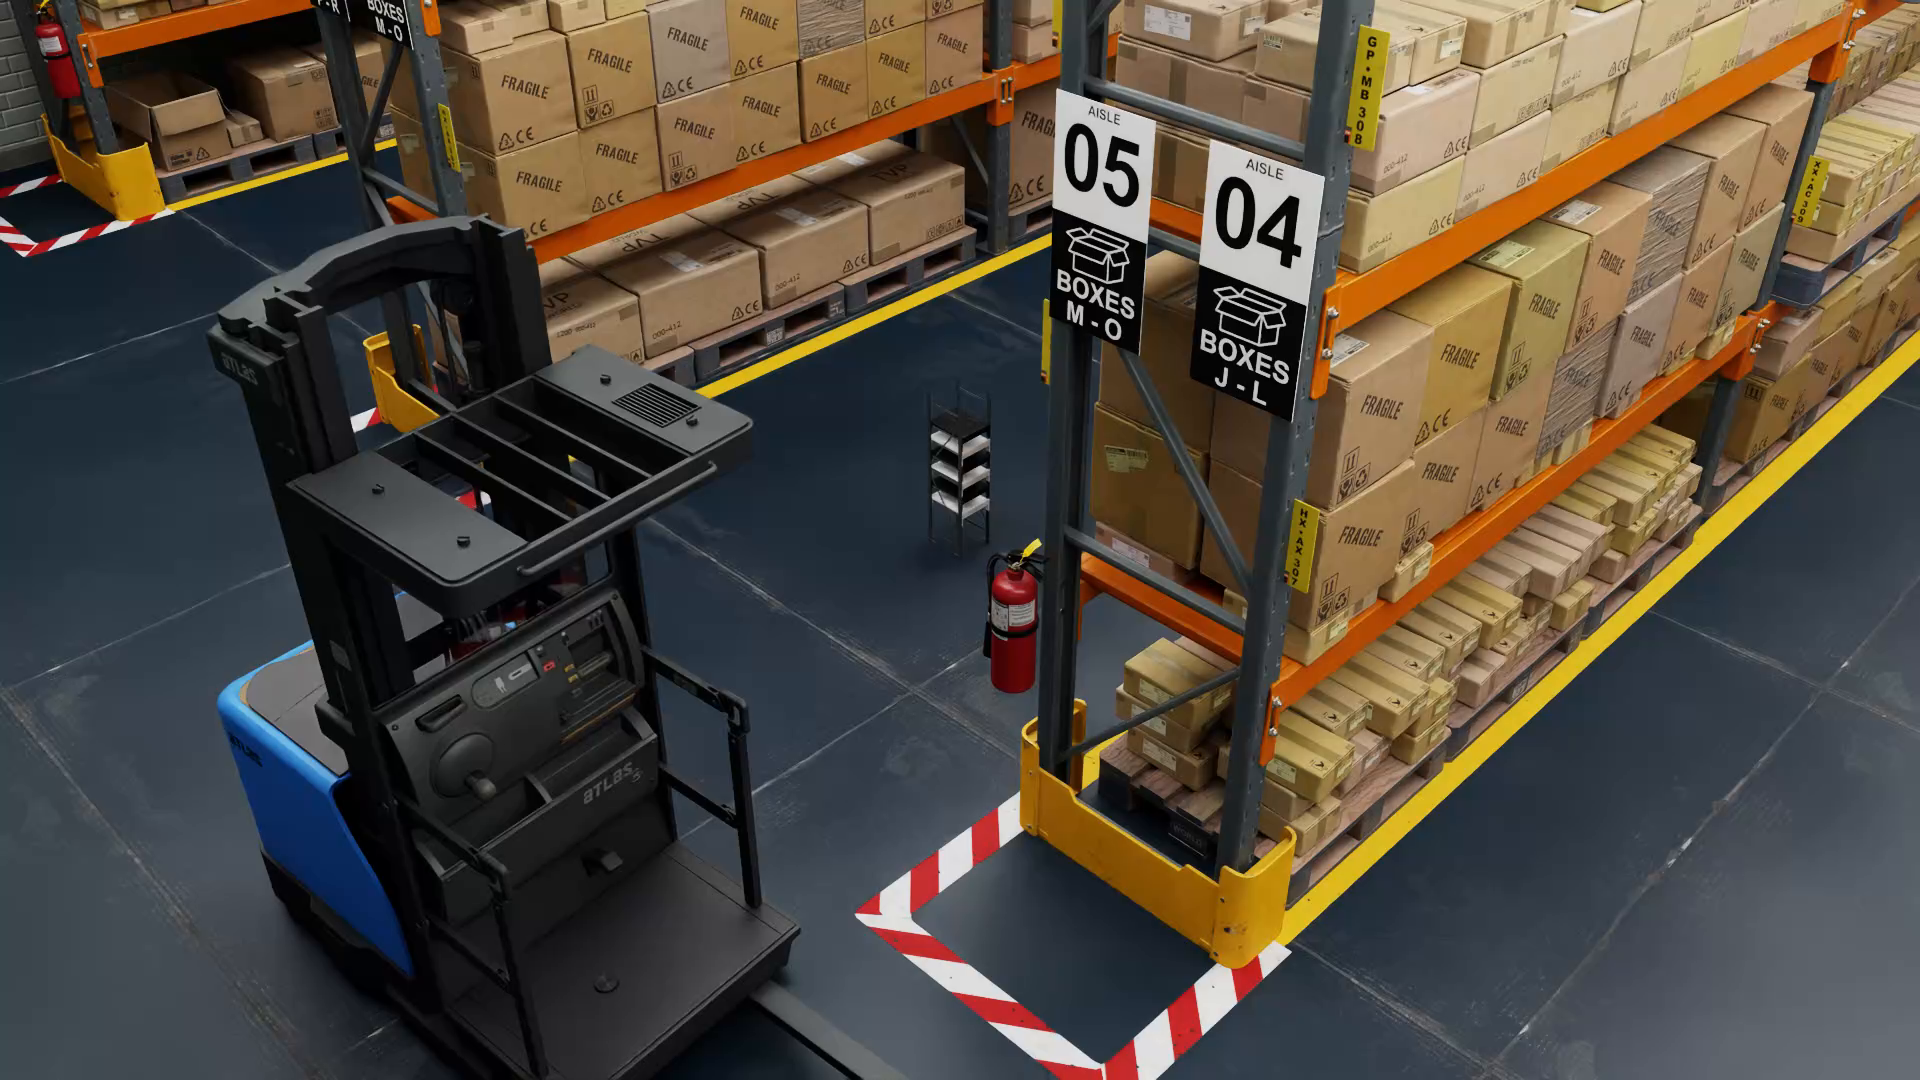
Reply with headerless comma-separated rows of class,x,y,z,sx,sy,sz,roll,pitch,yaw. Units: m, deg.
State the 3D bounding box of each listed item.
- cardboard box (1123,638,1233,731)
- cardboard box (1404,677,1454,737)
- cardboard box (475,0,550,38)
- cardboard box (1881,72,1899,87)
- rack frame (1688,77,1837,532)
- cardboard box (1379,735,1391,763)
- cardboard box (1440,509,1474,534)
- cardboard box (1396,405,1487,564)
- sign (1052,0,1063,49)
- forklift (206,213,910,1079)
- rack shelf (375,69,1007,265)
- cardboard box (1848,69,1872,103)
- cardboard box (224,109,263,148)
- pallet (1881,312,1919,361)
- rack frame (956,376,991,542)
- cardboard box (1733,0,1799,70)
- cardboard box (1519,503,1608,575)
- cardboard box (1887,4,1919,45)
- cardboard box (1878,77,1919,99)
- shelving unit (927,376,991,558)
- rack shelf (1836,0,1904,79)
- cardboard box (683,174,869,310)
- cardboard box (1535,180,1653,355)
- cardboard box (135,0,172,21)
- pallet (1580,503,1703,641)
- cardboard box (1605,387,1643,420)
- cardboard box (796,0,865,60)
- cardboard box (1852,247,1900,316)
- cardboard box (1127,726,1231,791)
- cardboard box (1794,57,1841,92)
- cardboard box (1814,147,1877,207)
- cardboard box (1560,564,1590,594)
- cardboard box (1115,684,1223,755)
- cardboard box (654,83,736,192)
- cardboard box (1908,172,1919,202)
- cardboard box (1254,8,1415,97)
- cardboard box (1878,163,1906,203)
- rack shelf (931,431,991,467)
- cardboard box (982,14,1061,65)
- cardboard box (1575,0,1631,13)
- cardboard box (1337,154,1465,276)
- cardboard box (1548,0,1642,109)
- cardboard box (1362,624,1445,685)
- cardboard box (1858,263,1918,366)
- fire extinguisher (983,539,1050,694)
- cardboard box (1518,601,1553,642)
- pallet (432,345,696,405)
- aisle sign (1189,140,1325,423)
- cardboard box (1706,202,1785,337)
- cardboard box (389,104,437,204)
cardboard box,0.899,0.593,6.873,0.250,0.149,0.380,-29,44,-35
cardboard box,1.857,0.639,7.067,0.250,0.149,0.380,-28,44,-34
cardboard box,-2.297,-2.681,8.435,0.250,0.149,0.380,-29,44,-35
cardboard box,5.316,-2.730,9.886,0.250,0.149,0.380,-28,43,-34
rack frame,3.524,-1.466,8.221,1.000,3.000,0.127,30,45,35
cardboard box,1.598,0.828,7.056,0.250,0.149,0.380,-29,44,-35
cardboard box,1.838,-0.207,6.635,0.380,0.149,0.250,29,44,35
cardboard box,1.577,-0.304,6.207,0.500,0.500,0.500,30,45,35
sign,0.326,-1.668,5.114,0.100,0.325,0.005,30,45,35
forklift,-1.287,0.561,5.374,3.031,2.935,1.130,26,42,32
rack shelf,-1.469,-2.313,10.065,1.077,0.370,4.000,30,45,35
cardboard box,4.953,-2.643,9.500,0.380,0.149,0.250,29,44,35
cardboard box,-5.578,-3.165,12.782,0.380,0.149,0.250,28,43,34
pallet,5.791,-1.630,10.893,1.003,0.211,1.213,30,45,35
rack frame,0.066,-0.407,8.538,0.240,0.900,0.006,30,45,35
cardboard box,3.010,-2.129,6.680,0.500,0.250,0.500,29,44,35
cardboard box,2.772,-0.019,7.751,0.380,0.149,0.250,27,43,33
cardboard box,5.516,-3.086,9.876,0.380,0.149,0.250,29,44,35
cardboard box,5.038,-2.279,8.719,0.250,0.149,0.380,-28,44,-34
shelving unit,-0.006,-0.366,8.479,0.258,0.900,0.210,30,45,35
rack shelf,4.933,-3.214,8.733,1.077,0.370,4.000,30,45,35
cardboard box,-1.209,-1.966,10.811,0.875,0.438,0.875,28,44,34
cardboard box,2.300,-1.109,6.487,0.500,0.500,0.500,28,44,34
cardboard box,-5.831,-3.837,11.840,0.250,0.149,0.380,-29,44,-35
pallet,3.076,-0.036,8.607,1.003,0.211,1.213,30,45,35
cardboard box,2.785,-0.703,7.346,0.380,0.149,0.250,27,43,34
cardboard box,-0.912,-3.156,9.682,0.500,0.500,0.500,-29,44,-35
cardboard box,4.968,-1.537,9.485,0.500,0.250,0.500,-28,44,-34
cardboard box,0.929,0.857,7.015,0.250,0.149,0.380,-29,44,-35
cardboard box,4.587,-2.550,9.107,0.380,0.149,0.250,27,43,33
cardboard box,4.128,-1.754,7.966,0.250,0.149,0.380,-27,43,-33
cardboard box,2.758,0.069,7.885,0.250,0.149,0.380,-29,44,-35
cardboard box,0.875,0.703,6.975,0.380,0.149,0.250,28,44,34
cardboard box,-1.628,-2.333,9.376,0.500,0.500,0.500,29,44,35
cardboard box,4.855,-1.930,8.738,0.380,0.149,0.250,27,43,33
cardboard box,1.096,-1.420,4.878,0.380,0.149,0.250,29,44,35
cardboard box,4.491,-1.843,8.354,0.250,0.149,0.380,-29,44,-35
rack shelf,-0.006,-0.486,8.395,0.258,0.077,0.200,30,45,35
cardboard box,0.437,-3.431,11.169,0.500,0.250,0.500,28,44,34
cardboard box,2.063,-1.911,5.582,0.250,0.149,0.380,-28,44,-34
cardboard box,1.203,-1.091,5.191,0.500,0.250,0.500,-28,44,-34
cardboard box,1.931,-1.703,5.632,0.500,0.250,0.500,-29,44,-35
cardboard box,1.809,0.490,7.021,0.380,0.149,0.250,27,43,33
cardboard box,5.335,-1.434,9.993,0.500,0.500,0.500,27,43,33
fire extinguisher,0.201,0.258,6.142,0.296,0.674,0.183,30,45,35
cardboard box,2.529,0.326,7.776,0.250,0.149,0.380,-29,44,-35
pallet,-2.370,-1.009,10.003,1.003,0.211,1.213,30,45,35
aisle sign,0.867,-0.758,4.933,0.394,0.787,0.004,30,45,35
cardboard box,3.384,-1.319,7.663,0.500,0.500,0.500,30,45,35
cardboard box,-2.726,-2.140,9.100,0.500,0.500,0.500,-30,45,-35
